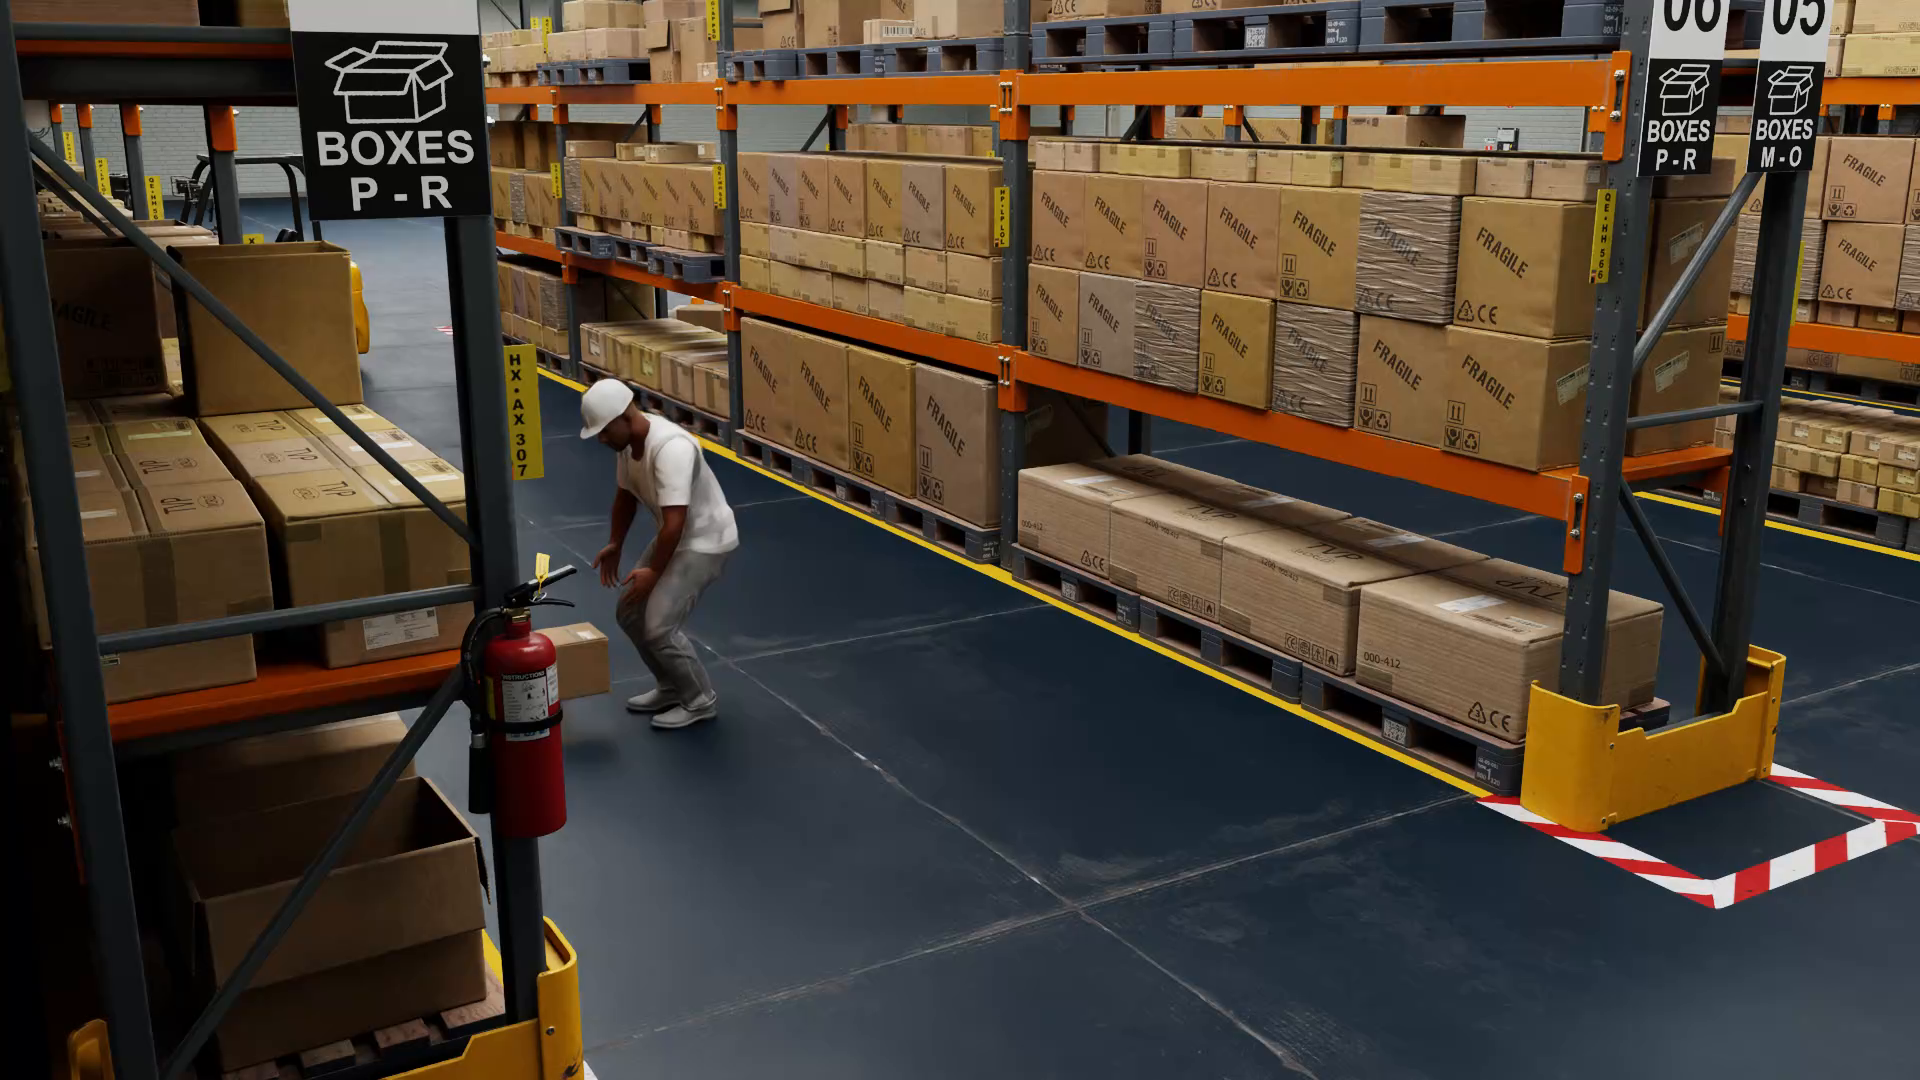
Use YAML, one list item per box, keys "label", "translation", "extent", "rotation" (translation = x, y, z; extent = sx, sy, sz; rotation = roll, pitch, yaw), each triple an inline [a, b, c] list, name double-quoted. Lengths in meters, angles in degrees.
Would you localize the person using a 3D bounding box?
- label: "person"
  translation: [-1.293, 0.047, 7.227]
  extent: [0.666, 1.543, 0.625]
  rotation: [-9, 17, -29]
